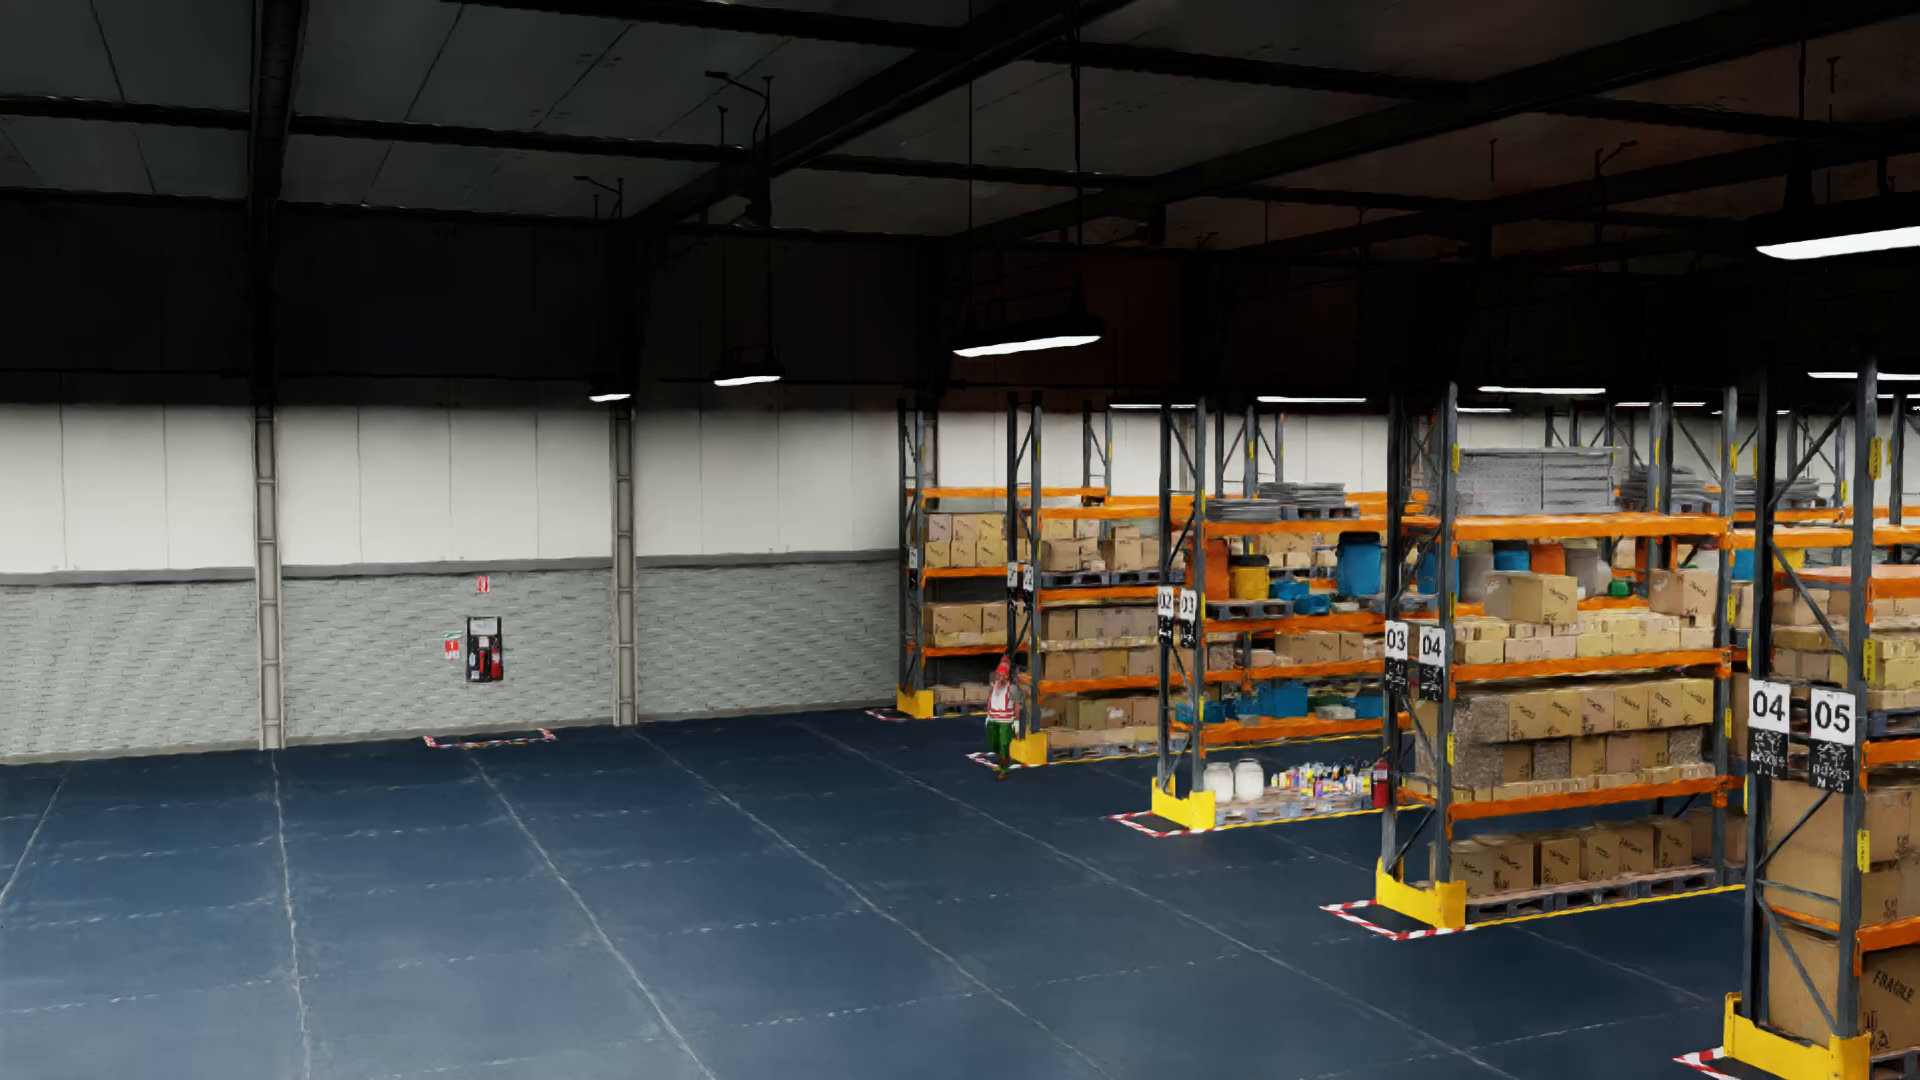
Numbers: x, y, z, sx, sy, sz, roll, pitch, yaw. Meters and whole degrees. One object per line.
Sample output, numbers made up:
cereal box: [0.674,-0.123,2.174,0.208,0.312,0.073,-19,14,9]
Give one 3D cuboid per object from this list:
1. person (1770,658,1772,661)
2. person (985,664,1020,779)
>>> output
person: [16.763,2.268,34.007,0.710,1.785,0.531,1,3,13]
person: [0.676,2.777,25.662,0.583,1.776,0.575,2,4,32]
